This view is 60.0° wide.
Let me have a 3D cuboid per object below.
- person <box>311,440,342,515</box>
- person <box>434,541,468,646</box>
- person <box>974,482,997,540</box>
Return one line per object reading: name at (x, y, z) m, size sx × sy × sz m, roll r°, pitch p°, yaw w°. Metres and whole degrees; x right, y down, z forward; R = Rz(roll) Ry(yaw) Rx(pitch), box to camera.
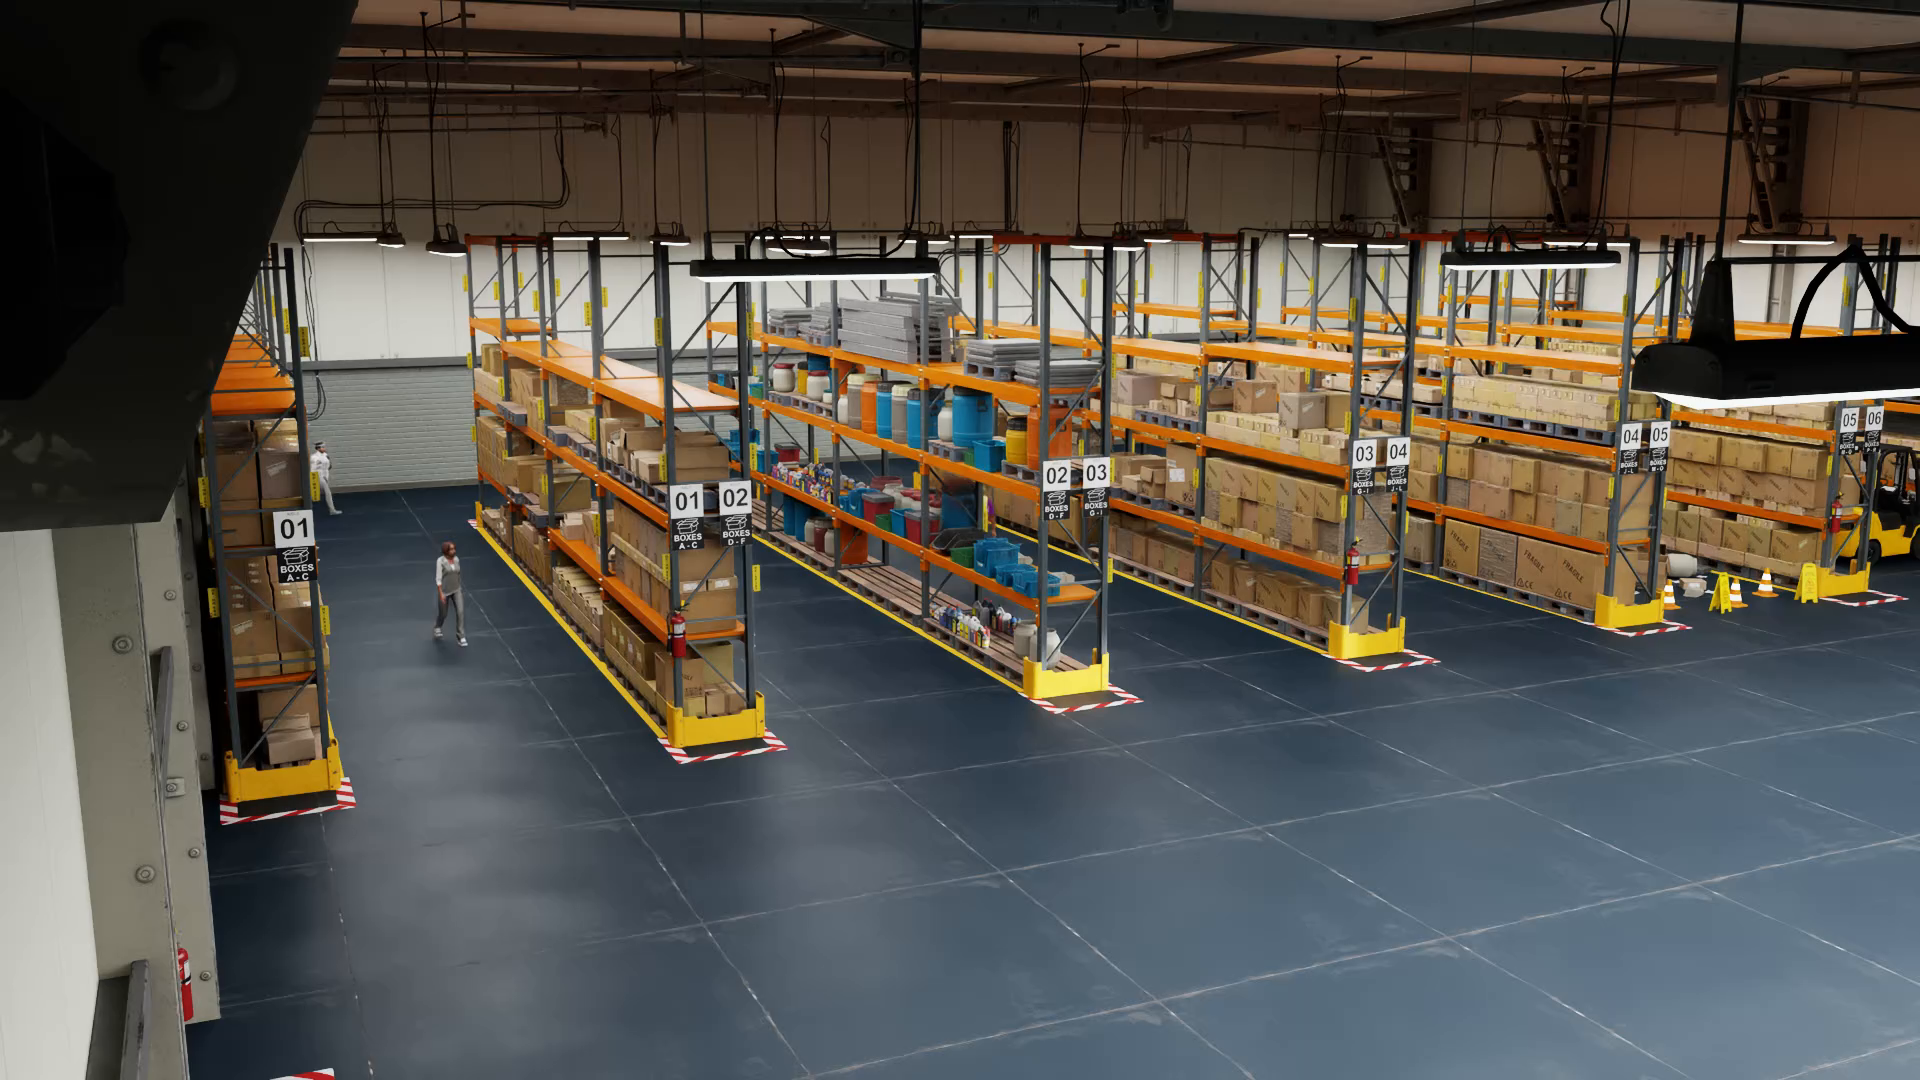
person at (-13.821, -1.357, 35.836) m, size 1.018 × 1.618 × 0.471 m, roll 0°, pitch 11°, yaw 2°
person at (-7.686, 0.774, 24.952) m, size 0.397 × 1.553 × 0.889 m, roll -8°, pitch 13°, yaw -34°
person at (0.327, -0.153, 27.941) m, size 0.595 × 1.693 × 1.067 m, roll -7°, pitch 13°, yaw -32°
